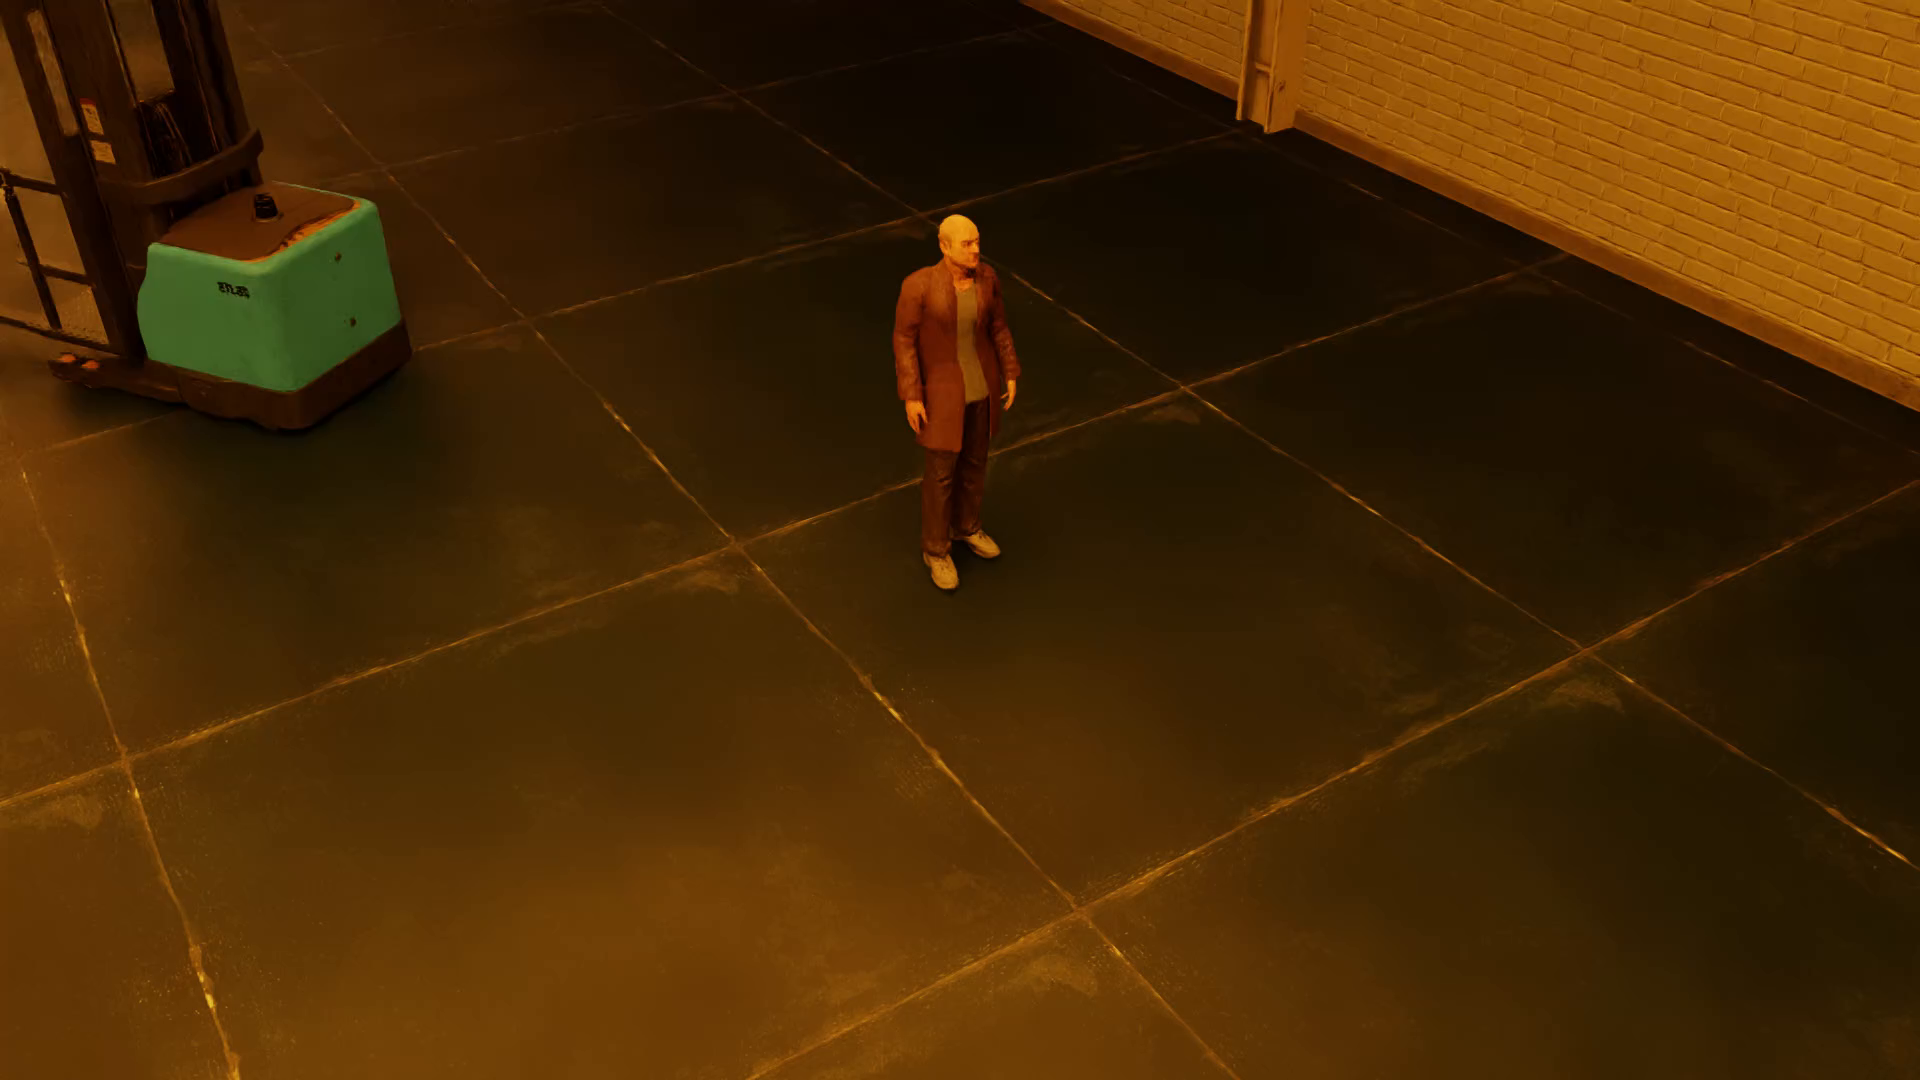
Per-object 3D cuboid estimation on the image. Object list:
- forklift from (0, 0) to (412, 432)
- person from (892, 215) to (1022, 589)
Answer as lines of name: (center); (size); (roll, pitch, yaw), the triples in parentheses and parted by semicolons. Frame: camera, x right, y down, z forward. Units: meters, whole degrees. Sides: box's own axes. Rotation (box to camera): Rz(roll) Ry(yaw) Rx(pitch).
forklift: (-4.924, -2.370, 9.521); (3.031, 2.935, 1.130); (14, 37, 19)
person: (0.046, -0.688, 8.117); (0.694, 1.776, 0.580); (-21, 40, -27)
